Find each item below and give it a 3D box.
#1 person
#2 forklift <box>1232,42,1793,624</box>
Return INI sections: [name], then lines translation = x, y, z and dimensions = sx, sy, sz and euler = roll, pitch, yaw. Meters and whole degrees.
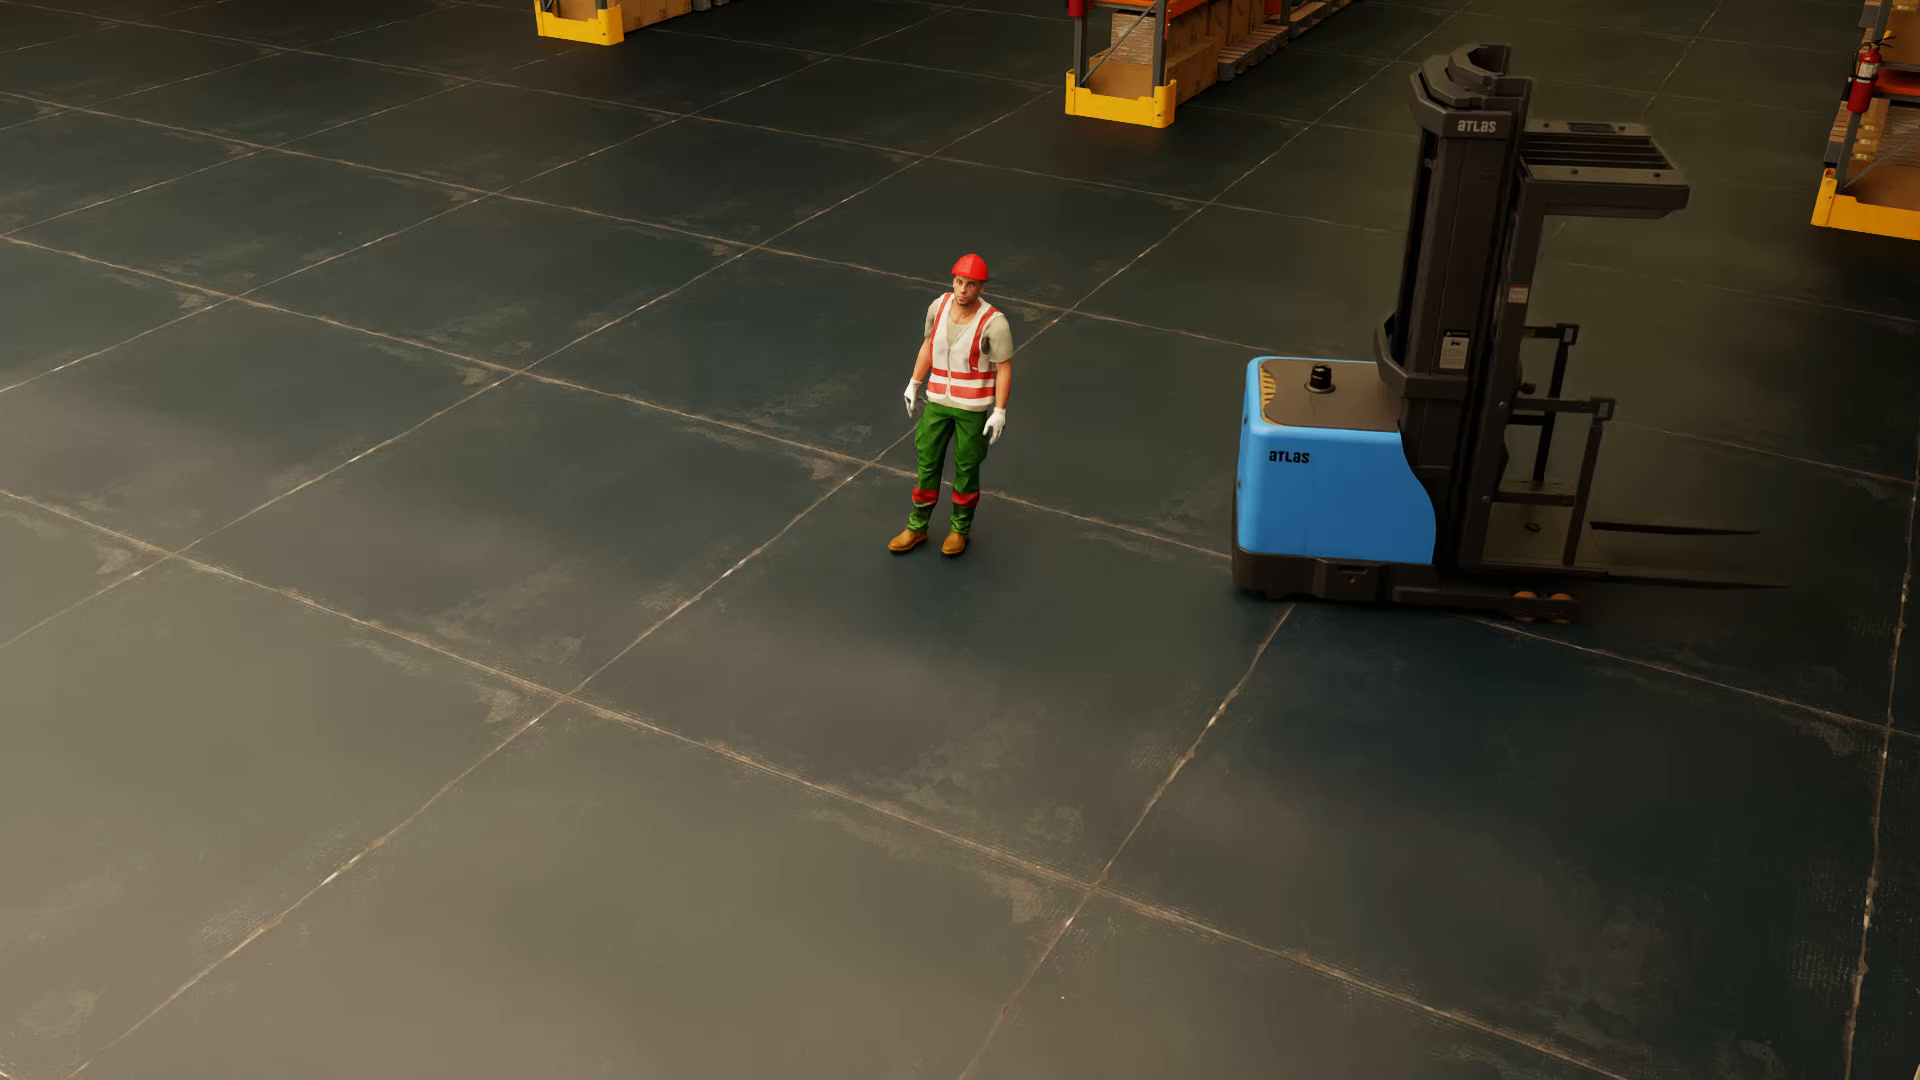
[person]
translation = -0.050, -0.749, 9.496
dimensions = 0.638, 1.788, 0.563
euler = 15, 33, 25
[forklift]
translation = 3.111, -1.089, 8.957
dimensions = 3.031, 2.935, 1.130
euler = 4, 30, 7
